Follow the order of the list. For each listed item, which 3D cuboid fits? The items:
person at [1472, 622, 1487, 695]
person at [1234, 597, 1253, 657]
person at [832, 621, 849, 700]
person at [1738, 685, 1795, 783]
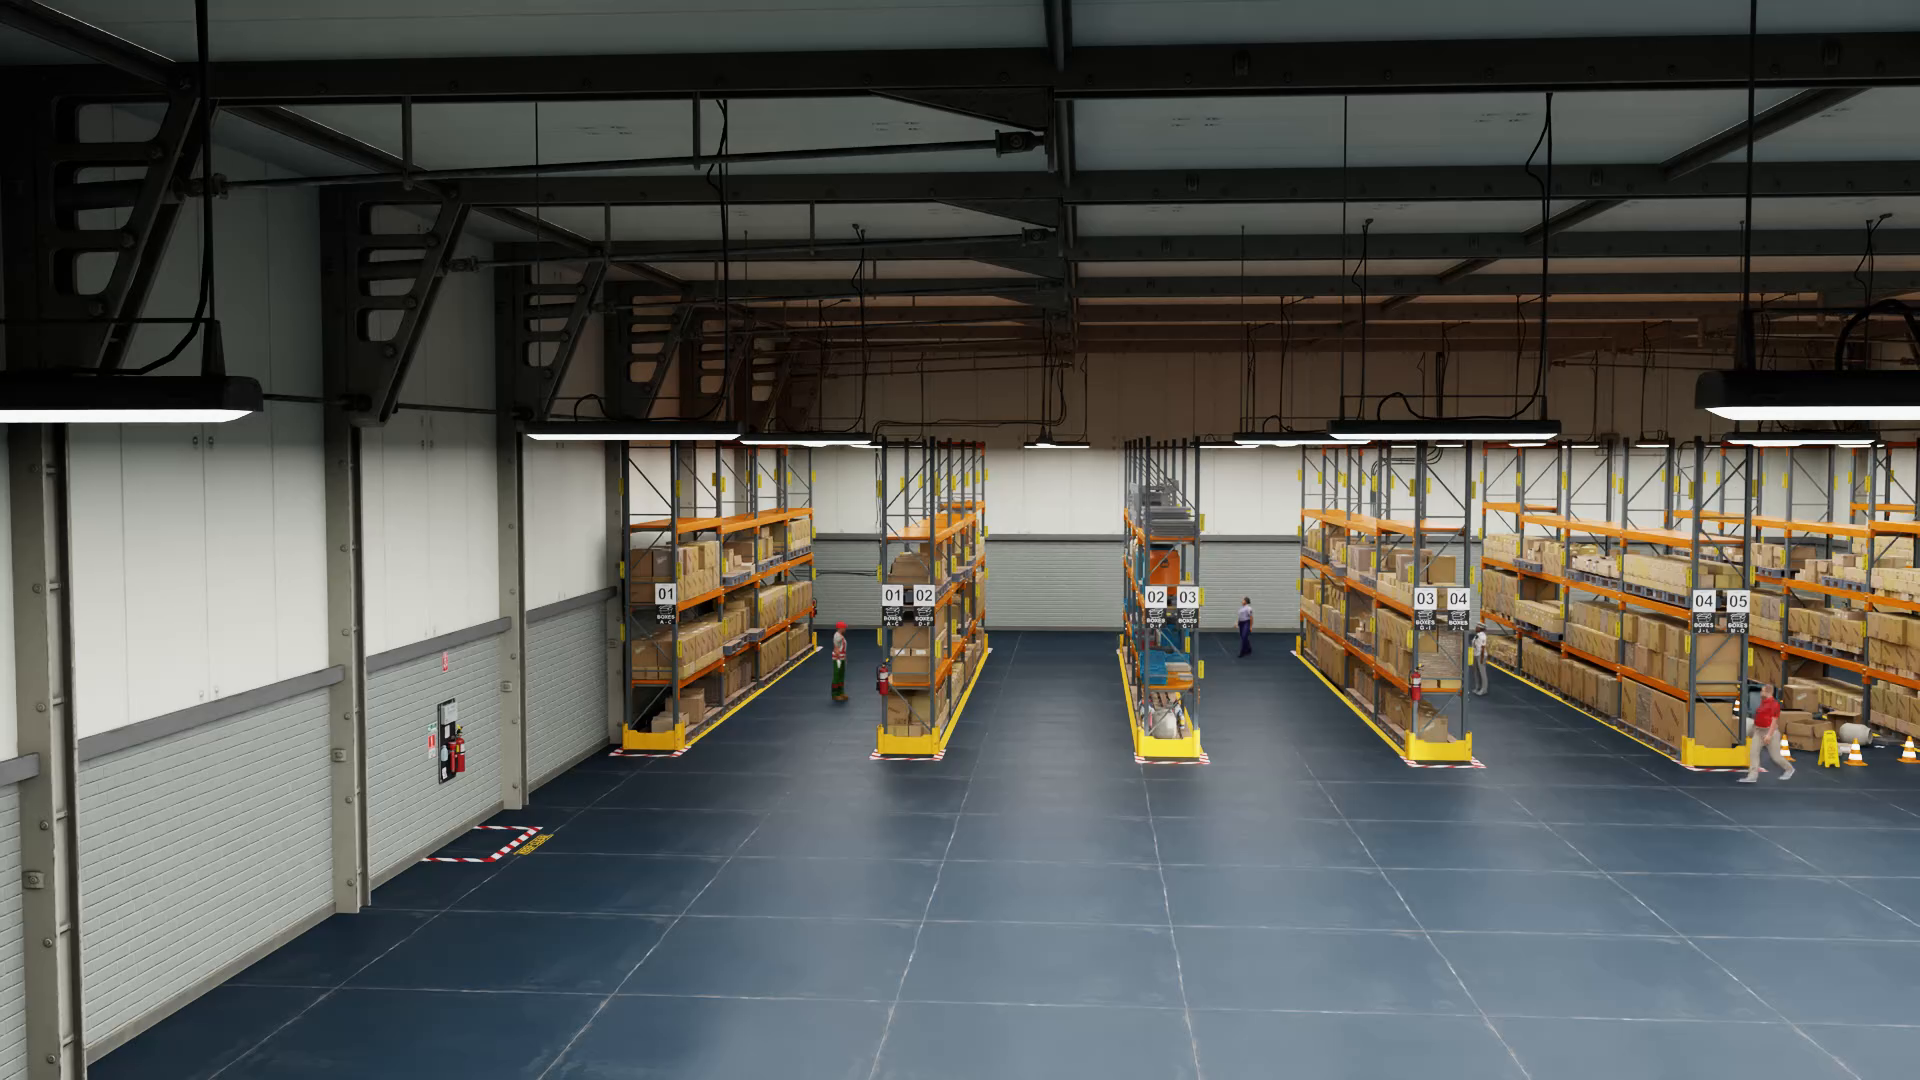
[{"bbox_3d":[12.284,2.780,39.316,0.391,1.699,0.517,-1,3,-15],"label":"person"},{"bbox_3d":[7.929,2.422,46.499,0.743,1.630,0.546,-2,4,-39],"label":"person"},{"bbox_3d":[-2.755,2.772,38.334,0.402,1.801,0.564,0,3,4],"label":"person"},{"bbox_3d":[13.894,3.336,28.580,0.945,1.696,0.486,-1,3,-22],"label":"person"}]
